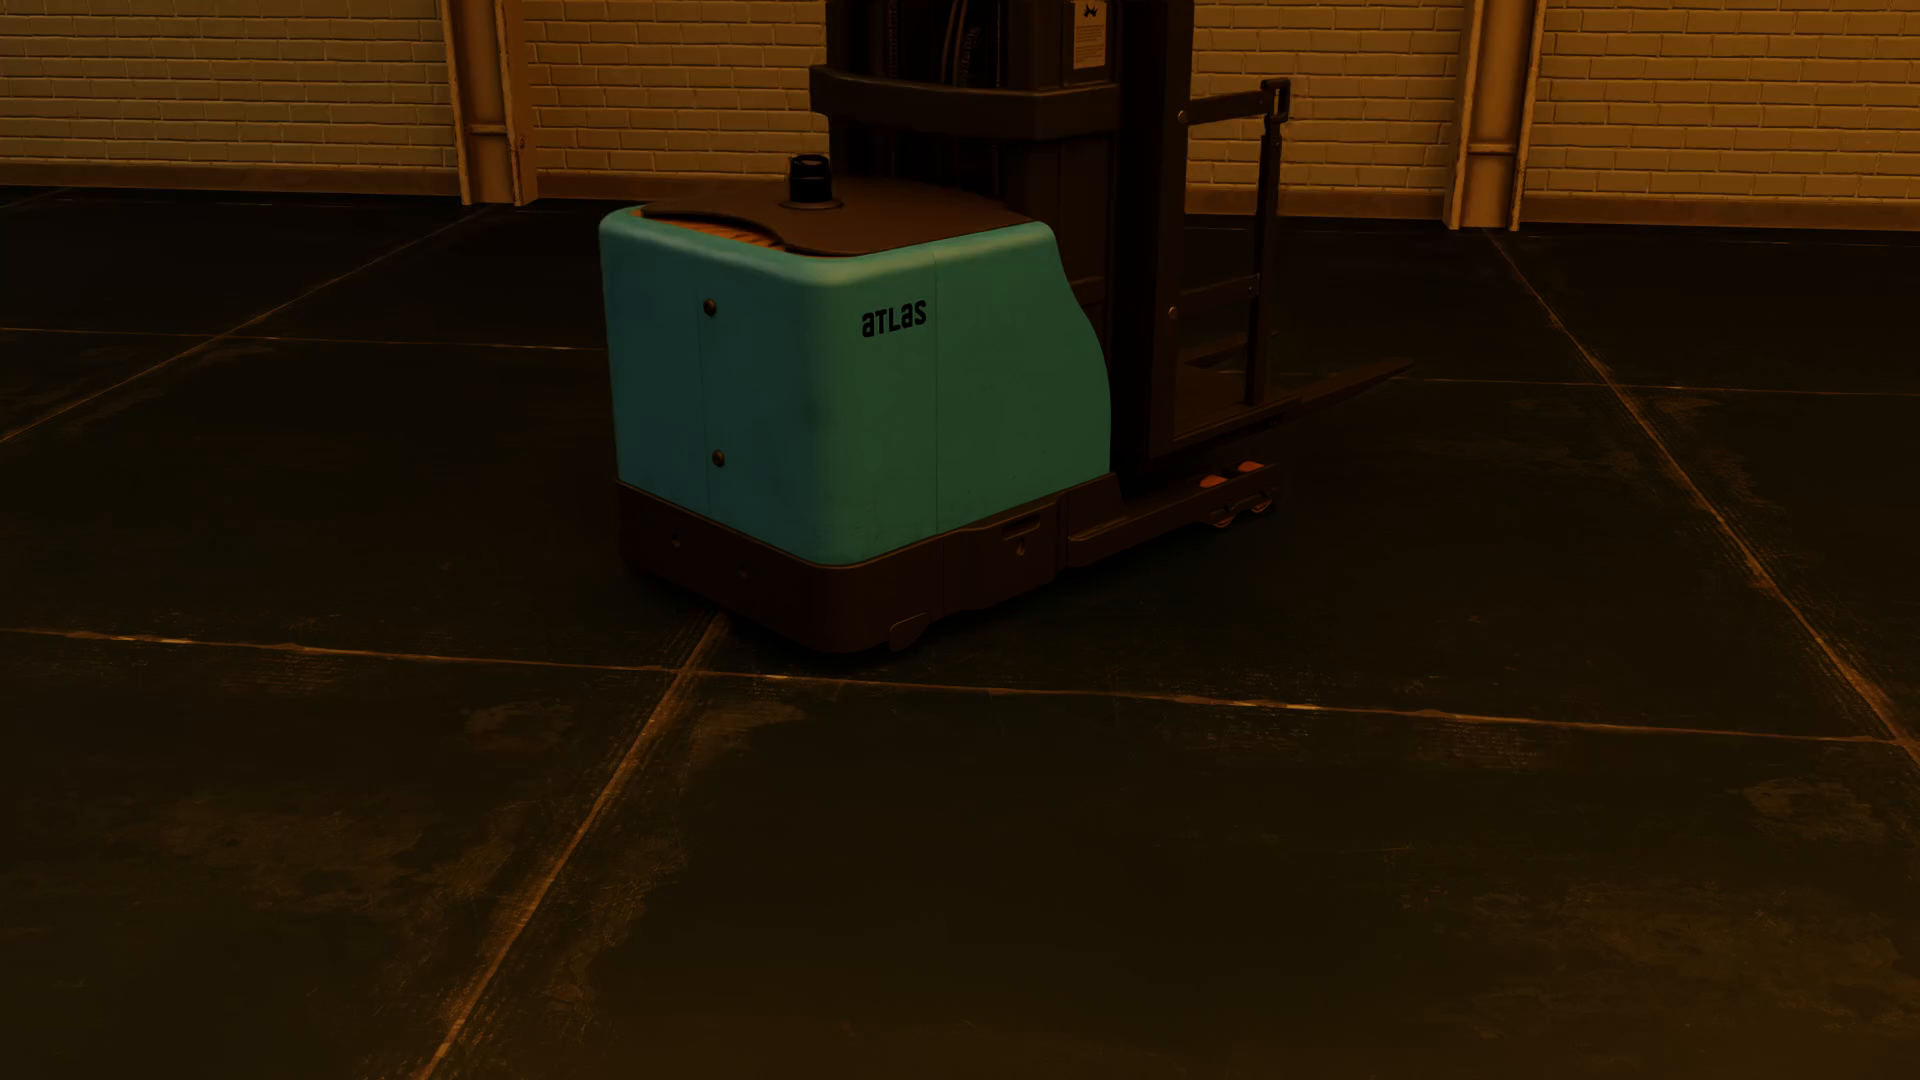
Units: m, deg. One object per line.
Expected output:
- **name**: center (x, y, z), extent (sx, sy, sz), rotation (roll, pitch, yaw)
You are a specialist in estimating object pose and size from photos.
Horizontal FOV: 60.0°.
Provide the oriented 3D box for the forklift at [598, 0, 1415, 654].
- **forklift**: center (0.399, -1.520, 5.027), extent (3.031, 2.935, 1.130), rotation (-20, 29, -41)
